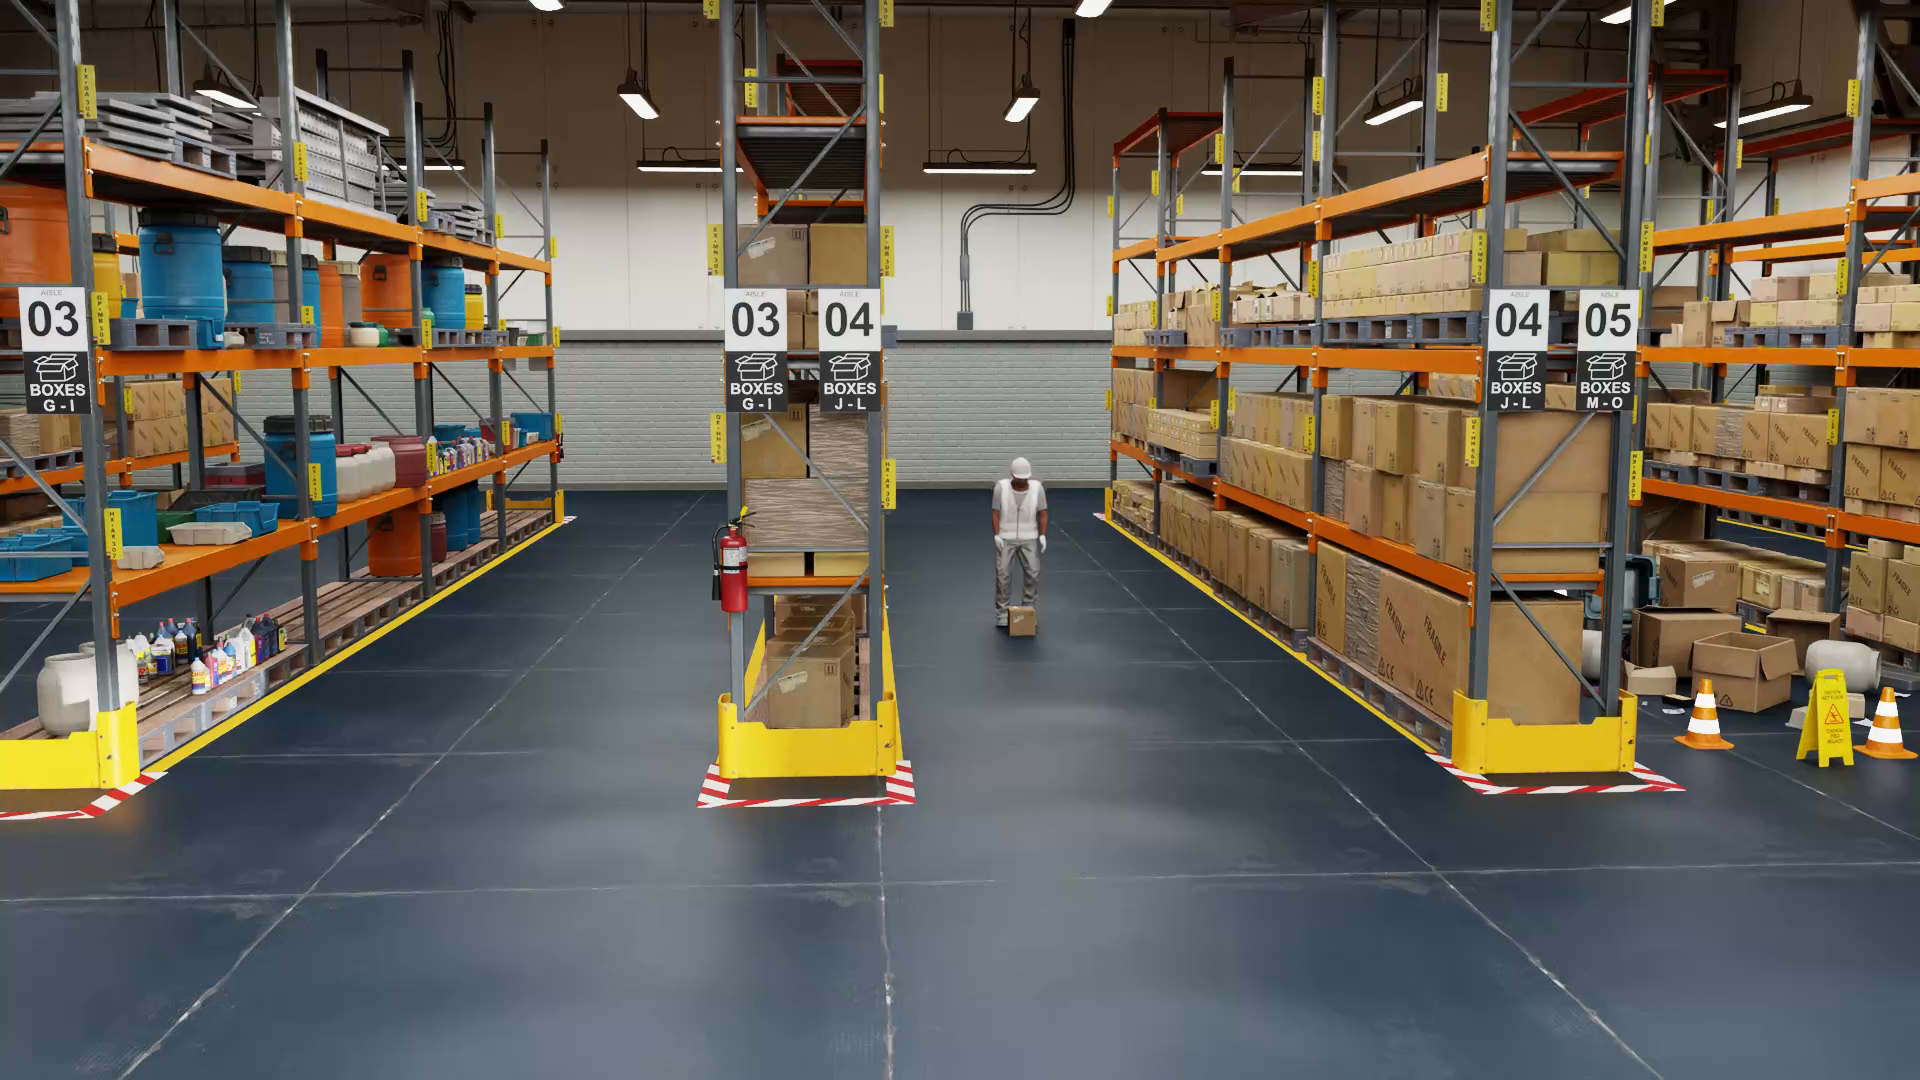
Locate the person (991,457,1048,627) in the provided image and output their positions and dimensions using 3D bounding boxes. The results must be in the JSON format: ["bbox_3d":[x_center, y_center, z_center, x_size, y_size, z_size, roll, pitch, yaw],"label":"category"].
[{"bbox_3d":[0.604,0.014,16.809,0.576,1.721,0.477,0,7,-2],"label":"person"}]
